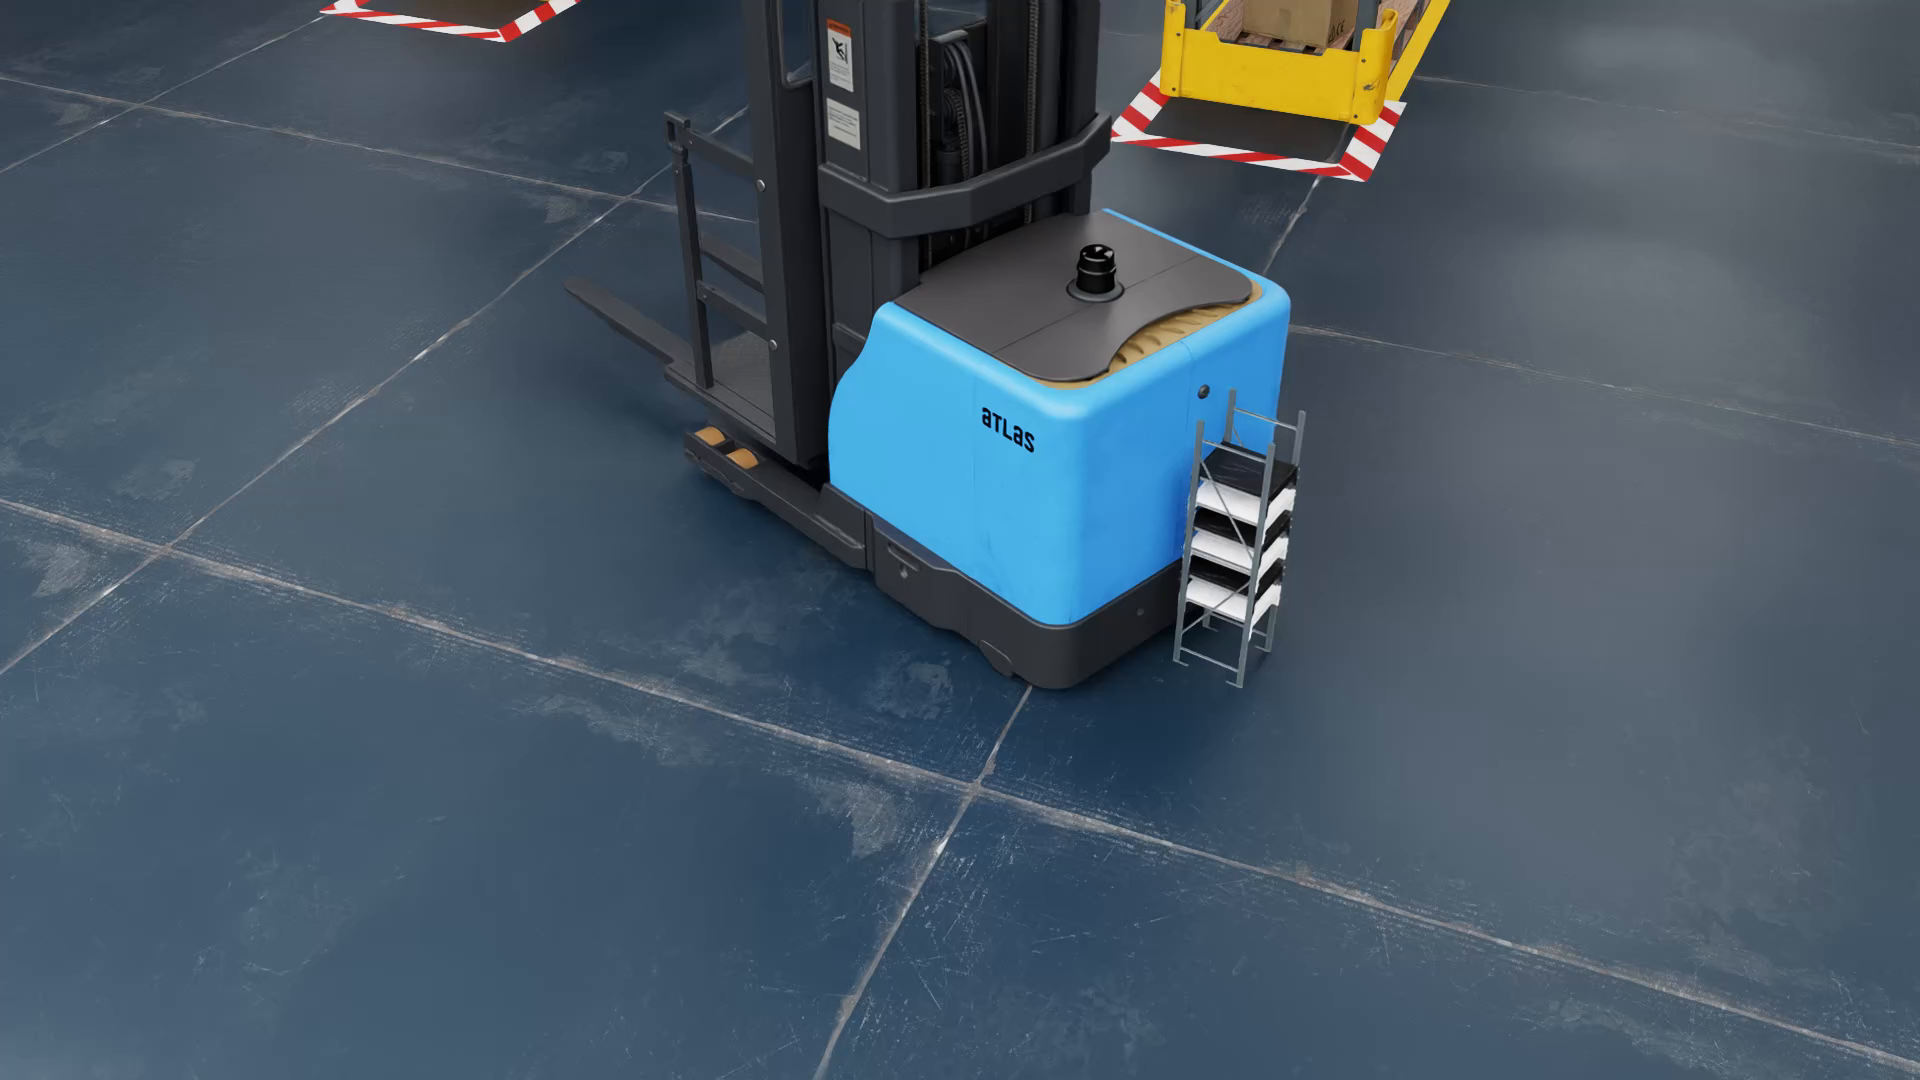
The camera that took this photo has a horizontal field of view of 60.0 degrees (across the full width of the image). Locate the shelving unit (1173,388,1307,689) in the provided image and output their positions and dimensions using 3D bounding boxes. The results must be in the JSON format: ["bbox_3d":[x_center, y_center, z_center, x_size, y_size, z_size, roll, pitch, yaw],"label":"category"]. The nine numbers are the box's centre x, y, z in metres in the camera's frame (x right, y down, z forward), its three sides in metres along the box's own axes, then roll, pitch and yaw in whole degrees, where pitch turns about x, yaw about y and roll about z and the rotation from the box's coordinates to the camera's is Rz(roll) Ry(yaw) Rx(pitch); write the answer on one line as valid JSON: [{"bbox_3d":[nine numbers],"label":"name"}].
[{"bbox_3d":[0.828,0.008,4.987,0.258,0.900,0.210,22,42,26],"label":"shelving unit"}]

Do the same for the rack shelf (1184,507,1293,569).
[{"bbox_3d":[0.829,-0.037,4.953,0.258,0.077,0.200,22,42,26],"label":"rack shelf"}]

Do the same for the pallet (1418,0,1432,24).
[{"bbox_3d":[2.472,-3.569,10.348,1.003,0.211,1.213,14,39,18],"label":"pallet"}]

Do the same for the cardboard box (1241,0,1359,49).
[{"bbox_3d":[1.888,-3.037,9.045,0.500,0.500,0.500,21,42,26],"label":"cardboard box"}]

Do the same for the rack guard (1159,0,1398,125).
[{"bbox_3d":[1.664,-2.569,8.770,1.175,0.500,0.348,14,39,18],"label":"rack guard"}]

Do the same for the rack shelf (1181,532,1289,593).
[{"bbox_3d":[0.828,0.035,5.007,0.258,0.077,0.200,22,42,26],"label":"rack shelf"}]

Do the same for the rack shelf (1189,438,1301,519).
[{"bbox_3d":[0.829,-0.181,4.845,0.258,0.077,0.200,22,42,26],"label":"rack shelf"}]

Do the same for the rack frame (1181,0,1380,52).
[{"bbox_3d":[1.635,-3.529,7.965,1.000,3.000,0.127,14,39,18],"label":"rack frame"}]

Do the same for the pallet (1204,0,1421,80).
[{"bbox_3d":[2.006,-2.895,9.448,1.003,0.211,1.213,14,39,18],"label":"pallet"}]

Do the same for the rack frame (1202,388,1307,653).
[{"bbox_3d":[0.885,-0.042,5.054,0.240,0.900,0.006,22,42,26],"label":"rack frame"}]

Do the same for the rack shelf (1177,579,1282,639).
[{"bbox_3d":[0.828,0.179,5.115,0.258,0.077,0.200,22,42,26],"label":"rack shelf"}]

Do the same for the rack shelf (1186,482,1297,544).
[{"bbox_3d":[0.829,-0.109,4.899,0.258,0.077,0.200,22,42,26],"label":"rack shelf"}]

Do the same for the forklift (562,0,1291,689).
[{"bbox_3d":[-0.357,-1.518,5.332,1.130,2.935,3.031,-29,45,-33],"label":"forklift"}]

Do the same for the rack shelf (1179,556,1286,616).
[{"bbox_3d":[0.828,0.107,5.061,0.258,0.077,0.200,22,42,26],"label":"rack shelf"}]

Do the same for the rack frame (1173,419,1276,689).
[{"bbox_3d":[0.772,0.059,4.919,0.240,0.900,0.006,22,42,26],"label":"rack frame"}]
